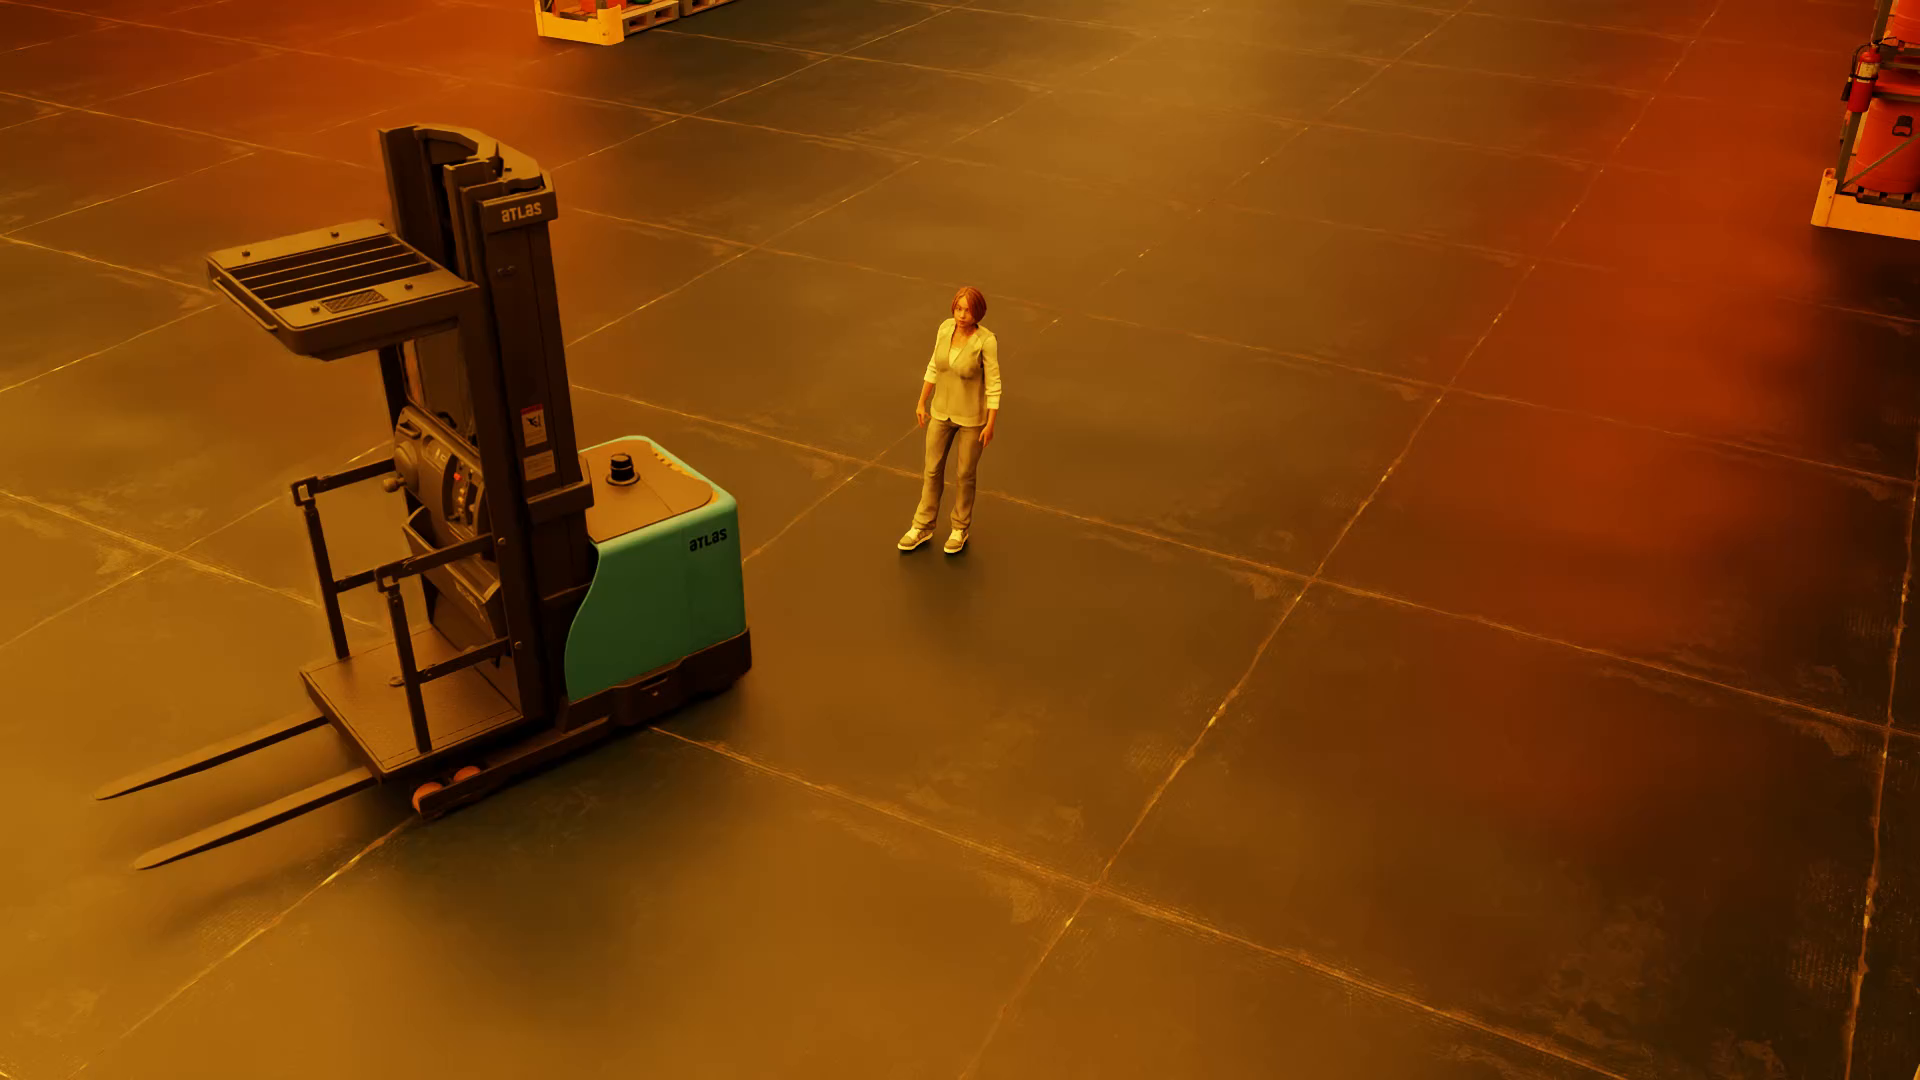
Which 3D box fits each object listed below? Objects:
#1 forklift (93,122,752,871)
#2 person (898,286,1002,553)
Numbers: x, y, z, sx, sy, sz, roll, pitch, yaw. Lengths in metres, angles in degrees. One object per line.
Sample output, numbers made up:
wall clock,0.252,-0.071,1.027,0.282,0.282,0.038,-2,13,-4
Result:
forklift,-2.555,-0.270,7.538,3.031,2.935,1.130,-22,37,-33
person,-0.048,-0.668,9.549,0.521,1.599,0.473,15,33,25
